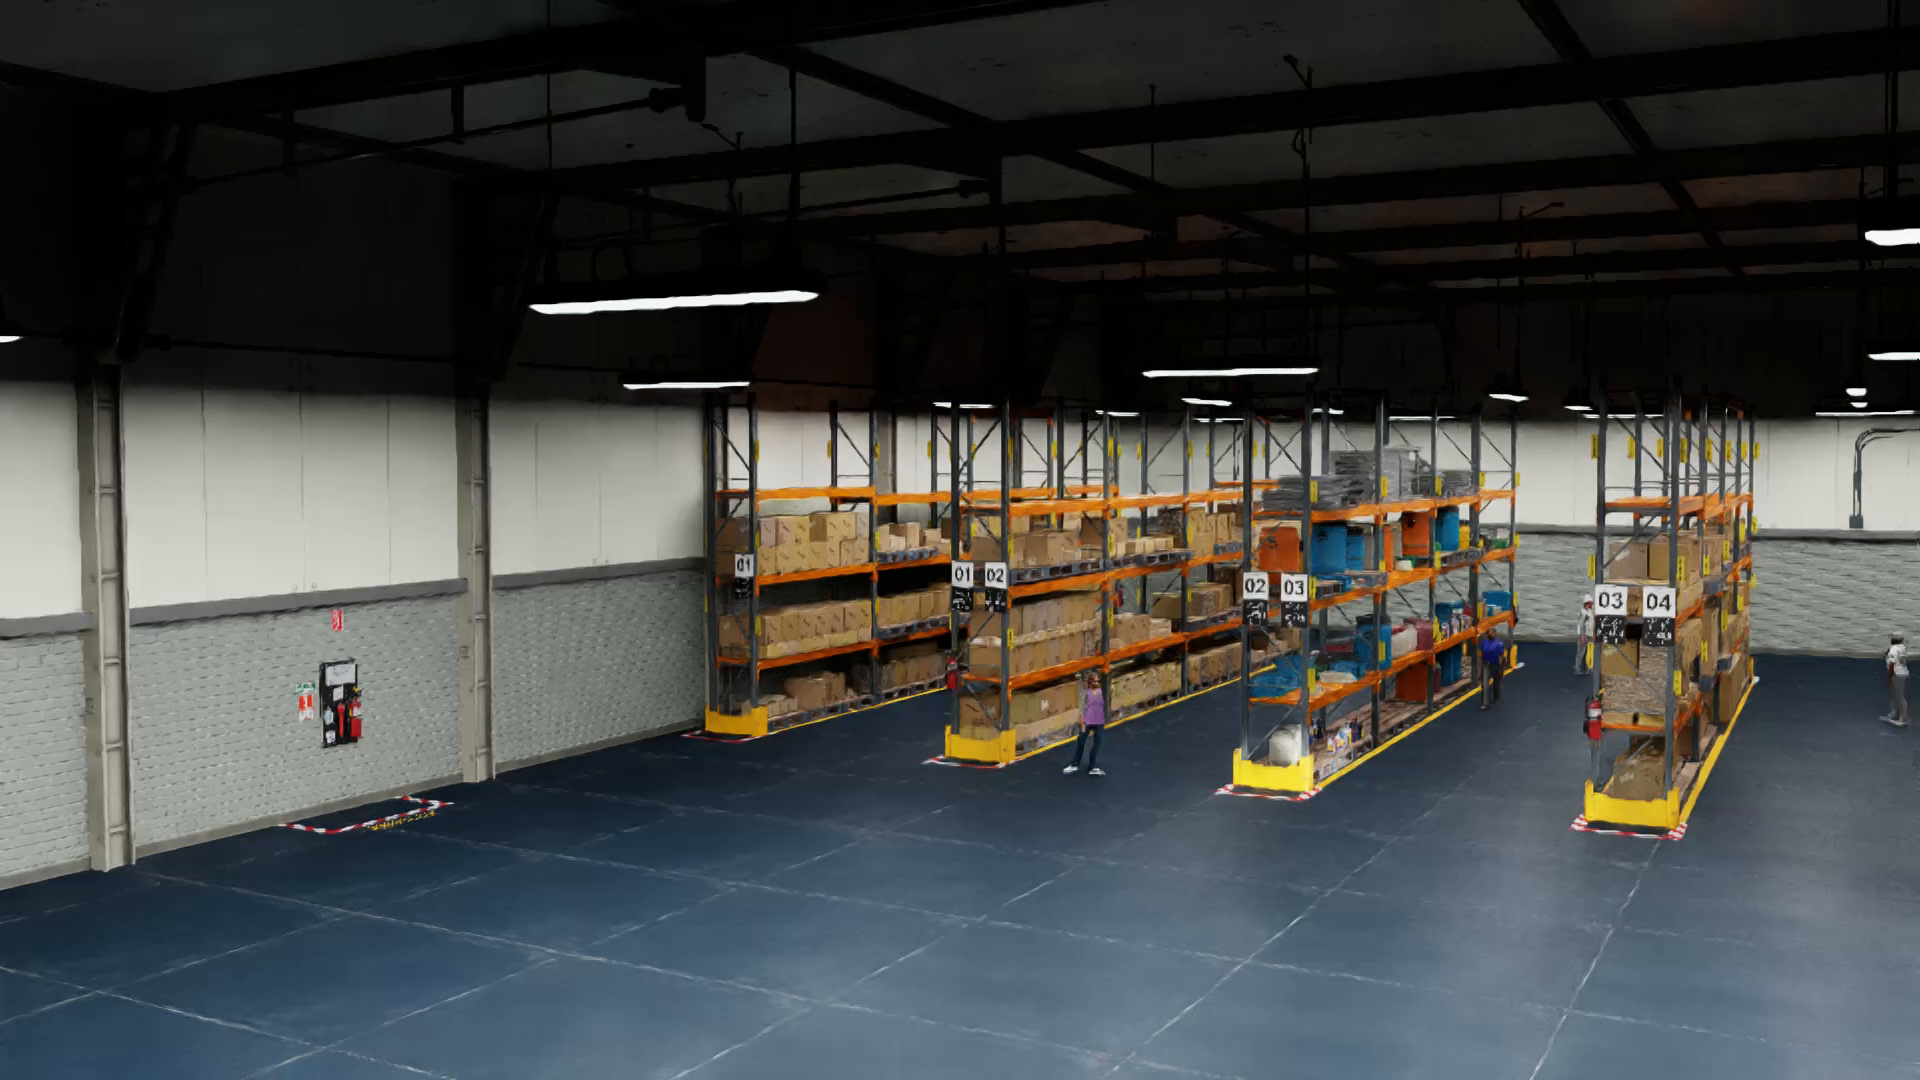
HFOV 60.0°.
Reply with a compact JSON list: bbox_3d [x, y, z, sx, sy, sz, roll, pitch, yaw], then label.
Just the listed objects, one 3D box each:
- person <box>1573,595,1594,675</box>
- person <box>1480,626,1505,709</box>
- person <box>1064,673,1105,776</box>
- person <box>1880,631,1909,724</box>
[{"bbox_3d":[13.930,2.109,36.997,0.478,1.771,0.615,2,4,33],"label":"person"},{"bbox_3d":[10.297,2.460,32.140,0.461,1.596,0.999,2,3,27],"label":"person"},{"bbox_3d":[1.920,2.829,25.599,0.596,1.591,0.447,-1,3,-20],"label":"person"},{"bbox_3d":[17.133,2.511,30.449,0.594,1.660,0.563,-3,4,-41],"label":"person"}]
